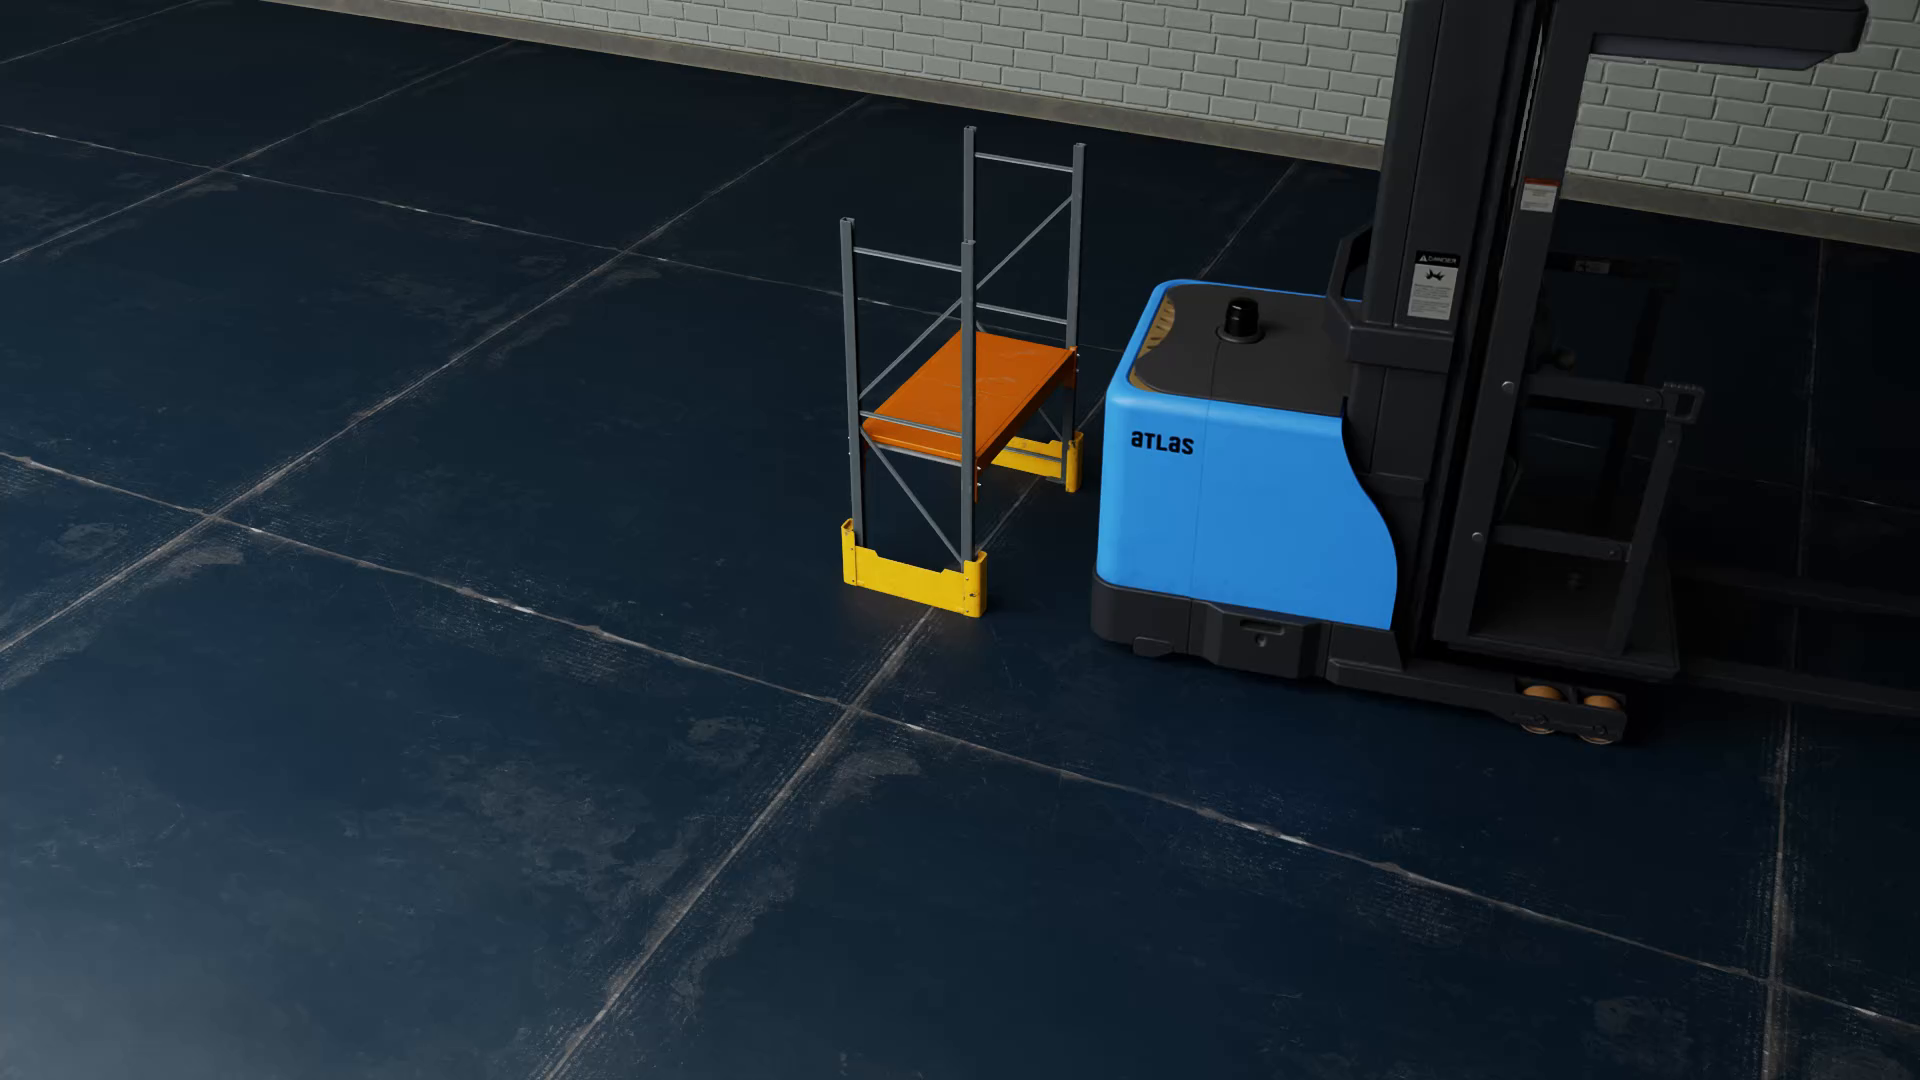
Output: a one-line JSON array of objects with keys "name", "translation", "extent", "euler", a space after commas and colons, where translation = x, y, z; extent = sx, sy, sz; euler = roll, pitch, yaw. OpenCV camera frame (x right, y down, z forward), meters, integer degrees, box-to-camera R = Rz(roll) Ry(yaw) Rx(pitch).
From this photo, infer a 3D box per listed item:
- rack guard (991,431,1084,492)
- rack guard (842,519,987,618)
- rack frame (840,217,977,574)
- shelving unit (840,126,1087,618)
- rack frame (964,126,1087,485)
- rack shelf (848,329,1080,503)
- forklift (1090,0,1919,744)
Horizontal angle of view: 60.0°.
[{"name": "rack guard", "translation": [0.240, -0.391, 7.118], "extent": [0.587, 0.250, 0.087], "euler": [14, 36, 20]}, {"name": "rack guard", "translation": [-0.176, 0.106, 6.361], "extent": [0.587, 0.250, 0.087], "euler": [14, 36, 20]}, {"name": "rack frame", "translation": [-0.177, -0.417, 6.017], "extent": [0.500, 1.500, 0.032], "euler": [14, 36, 20]}, {"name": "shelving unit", "translation": [0.032, -0.665, 6.397], "extent": [0.587, 1.500, 1.083], "euler": [14, 36, 20]}, {"name": "rack frame", "translation": [0.248, -0.923, 6.790], "extent": [0.500, 1.500, 0.032], "euler": [14, 36, 20]}, {"name": "rack shelf", "translation": [0.036, -0.519, 6.502], "extent": [0.538, 0.185, 1.000], "euler": [14, 36, 20]}, {"name": "forklift", "translation": [2.055, -0.854, 5.379], "extent": [3.031, 2.935, 1.130], "euler": [9, 34, 14]}]
